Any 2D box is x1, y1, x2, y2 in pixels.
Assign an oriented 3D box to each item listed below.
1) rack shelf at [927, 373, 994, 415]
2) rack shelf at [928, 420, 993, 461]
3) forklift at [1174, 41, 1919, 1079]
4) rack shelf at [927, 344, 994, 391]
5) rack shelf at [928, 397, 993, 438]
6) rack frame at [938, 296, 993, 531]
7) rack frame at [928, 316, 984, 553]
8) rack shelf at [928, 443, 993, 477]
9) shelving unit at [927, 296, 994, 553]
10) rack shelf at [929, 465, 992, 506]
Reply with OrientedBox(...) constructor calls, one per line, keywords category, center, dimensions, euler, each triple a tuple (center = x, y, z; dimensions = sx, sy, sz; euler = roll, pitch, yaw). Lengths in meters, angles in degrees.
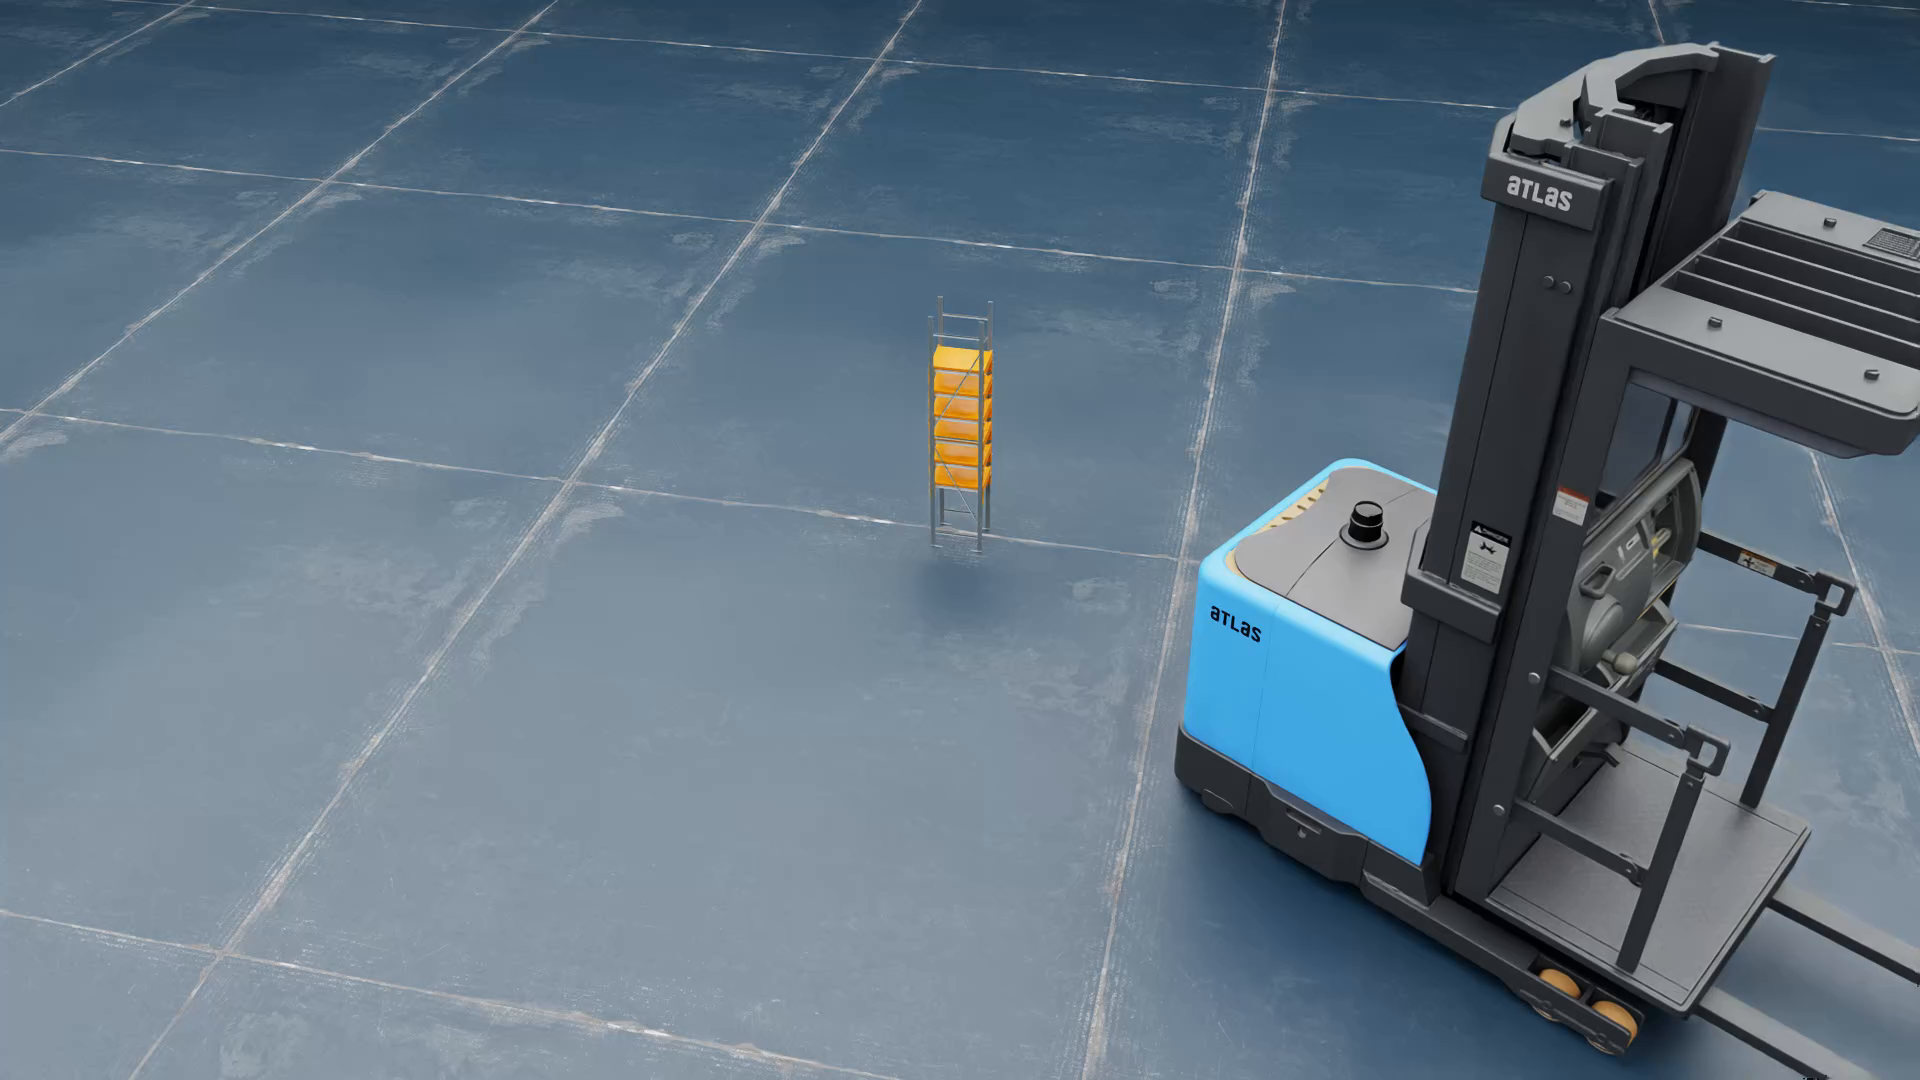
OrientedBox(category="rack shelf", center=(0.003, -0.652, 7.295), dimensions=(0.258, 0.103, 0.180), euler=(7, 37, 10))
OrientedBox(category="rack shelf", center=(0.003, -0.458, 7.435), dimensions=(0.258, 0.103, 0.180), euler=(7, 37, 10))
OrientedBox(category="forklift", center=(2.250, 0.139, 5.060), dimensions=(3.031, 2.935, 1.130), euler=(28, 45, 33))
OrientedBox(category="rack shelf", center=(0.003, -0.750, 7.224), dimensions=(0.258, 0.103, 0.180), euler=(7, 37, 10))
OrientedBox(category="rack shelf", center=(0.003, -0.555, 7.365), dimensions=(0.258, 0.103, 0.180), euler=(7, 37, 10))
OrientedBox(category="rack frame", center=(0.023, -0.547, 7.482), dimensions=(0.240, 1.200, 0.006), euler=(7, 37, 10))
OrientedBox(category="rack frame", center=(-0.016, -0.442, 7.337), dimensions=(0.240, 1.200, 0.006), euler=(7, 37, 10))
OrientedBox(category="rack shelf", center=(0.003, -0.361, 7.506), dimensions=(0.258, 0.103, 0.180), euler=(7, 37, 10))
OrientedBox(category="shelving unit", center=(0.003, -0.494, 7.409), dimensions=(0.258, 1.200, 0.189), euler=(7, 37, 10))
OrientedBox(category="rack shelf", center=(0.003, -0.264, 7.576), dimensions=(0.258, 0.103, 0.180), euler=(7, 37, 10))
